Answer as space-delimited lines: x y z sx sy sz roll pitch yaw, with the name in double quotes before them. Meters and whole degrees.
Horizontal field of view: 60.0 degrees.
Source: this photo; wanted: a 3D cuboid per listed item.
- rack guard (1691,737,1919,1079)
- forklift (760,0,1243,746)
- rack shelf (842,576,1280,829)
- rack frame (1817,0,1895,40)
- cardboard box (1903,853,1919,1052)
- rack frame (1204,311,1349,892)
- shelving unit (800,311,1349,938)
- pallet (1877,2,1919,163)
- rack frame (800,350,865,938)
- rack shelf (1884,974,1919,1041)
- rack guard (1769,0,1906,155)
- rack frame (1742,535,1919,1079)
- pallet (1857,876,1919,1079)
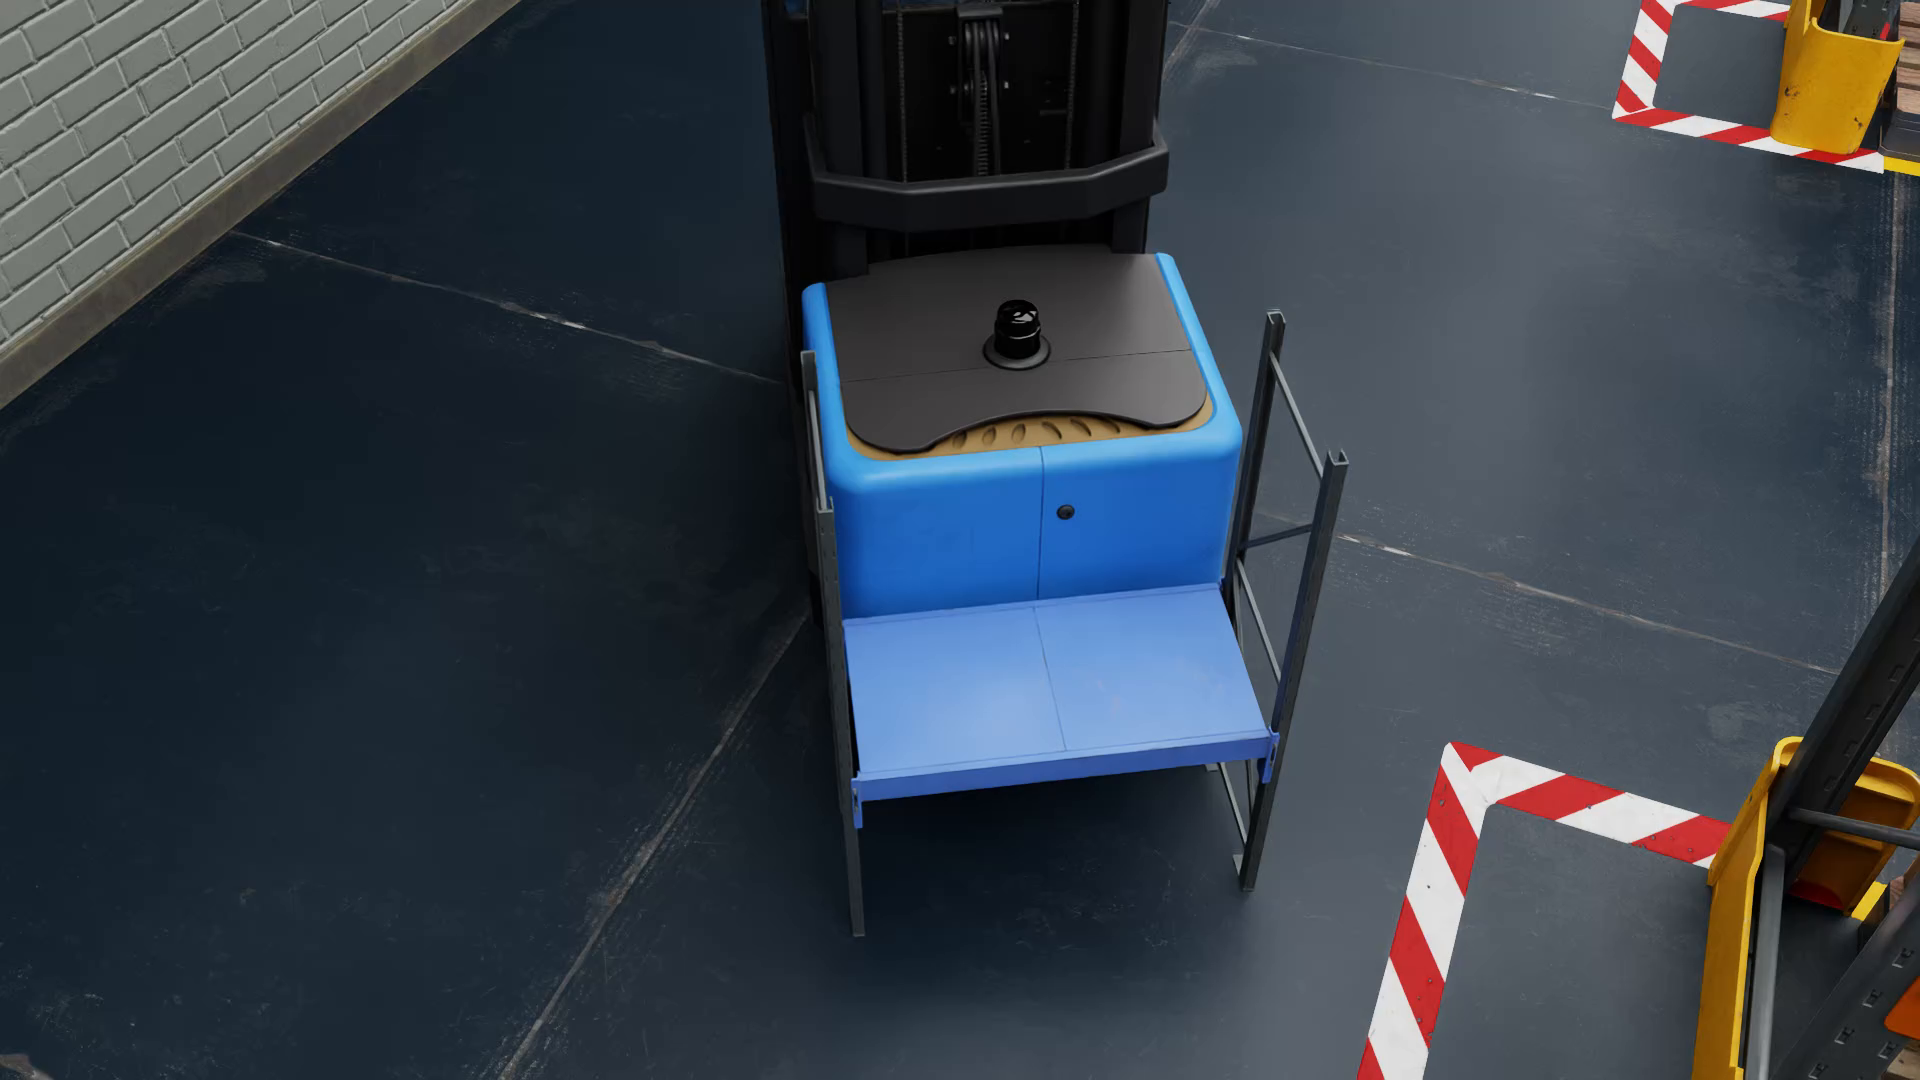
"rack guard" 1.934 1.070 3.820 0.348 0.500 1.175 16 47 16
"forklift" -0.022 -1.509 4.689 1.130 2.935 3.031 -6 45 -6
"rack shelf" 0.214 0.384 4.056 1.000 0.185 0.538 -5 45 -5
"rack frame" 3.775 -3.060 6.199 0.127 3.000 1.000 16 47 16
"cardboard box" 2.461 0.881 3.698 0.500 0.500 0.500 16 47 16
"rack frame" 0.718 0.209 3.977 0.032 1.500 0.500 -5 45 -5
"shelving unit" 0.214 0.256 3.929 1.048 1.500 0.538 -5 45 -5
"pallet" 4.521 -1.822 6.932 1.213 0.211 1.003 16 47 16
"rack frame" -0.290 0.304 3.881 0.032 1.500 0.500 -5 45 -5
"rack shelf" 3.710 0.962 2.667 4.000 0.370 1.077 16 47 16
"rack guard" 3.748 -2.172 7.078 0.348 0.500 1.175 16 47 16
"rack frame" 1.864 0.163 2.959 0.127 3.000 1.000 16 47 16
"pallet" 2.671 1.389 3.705 1.213 0.211 1.003 16 47 16
